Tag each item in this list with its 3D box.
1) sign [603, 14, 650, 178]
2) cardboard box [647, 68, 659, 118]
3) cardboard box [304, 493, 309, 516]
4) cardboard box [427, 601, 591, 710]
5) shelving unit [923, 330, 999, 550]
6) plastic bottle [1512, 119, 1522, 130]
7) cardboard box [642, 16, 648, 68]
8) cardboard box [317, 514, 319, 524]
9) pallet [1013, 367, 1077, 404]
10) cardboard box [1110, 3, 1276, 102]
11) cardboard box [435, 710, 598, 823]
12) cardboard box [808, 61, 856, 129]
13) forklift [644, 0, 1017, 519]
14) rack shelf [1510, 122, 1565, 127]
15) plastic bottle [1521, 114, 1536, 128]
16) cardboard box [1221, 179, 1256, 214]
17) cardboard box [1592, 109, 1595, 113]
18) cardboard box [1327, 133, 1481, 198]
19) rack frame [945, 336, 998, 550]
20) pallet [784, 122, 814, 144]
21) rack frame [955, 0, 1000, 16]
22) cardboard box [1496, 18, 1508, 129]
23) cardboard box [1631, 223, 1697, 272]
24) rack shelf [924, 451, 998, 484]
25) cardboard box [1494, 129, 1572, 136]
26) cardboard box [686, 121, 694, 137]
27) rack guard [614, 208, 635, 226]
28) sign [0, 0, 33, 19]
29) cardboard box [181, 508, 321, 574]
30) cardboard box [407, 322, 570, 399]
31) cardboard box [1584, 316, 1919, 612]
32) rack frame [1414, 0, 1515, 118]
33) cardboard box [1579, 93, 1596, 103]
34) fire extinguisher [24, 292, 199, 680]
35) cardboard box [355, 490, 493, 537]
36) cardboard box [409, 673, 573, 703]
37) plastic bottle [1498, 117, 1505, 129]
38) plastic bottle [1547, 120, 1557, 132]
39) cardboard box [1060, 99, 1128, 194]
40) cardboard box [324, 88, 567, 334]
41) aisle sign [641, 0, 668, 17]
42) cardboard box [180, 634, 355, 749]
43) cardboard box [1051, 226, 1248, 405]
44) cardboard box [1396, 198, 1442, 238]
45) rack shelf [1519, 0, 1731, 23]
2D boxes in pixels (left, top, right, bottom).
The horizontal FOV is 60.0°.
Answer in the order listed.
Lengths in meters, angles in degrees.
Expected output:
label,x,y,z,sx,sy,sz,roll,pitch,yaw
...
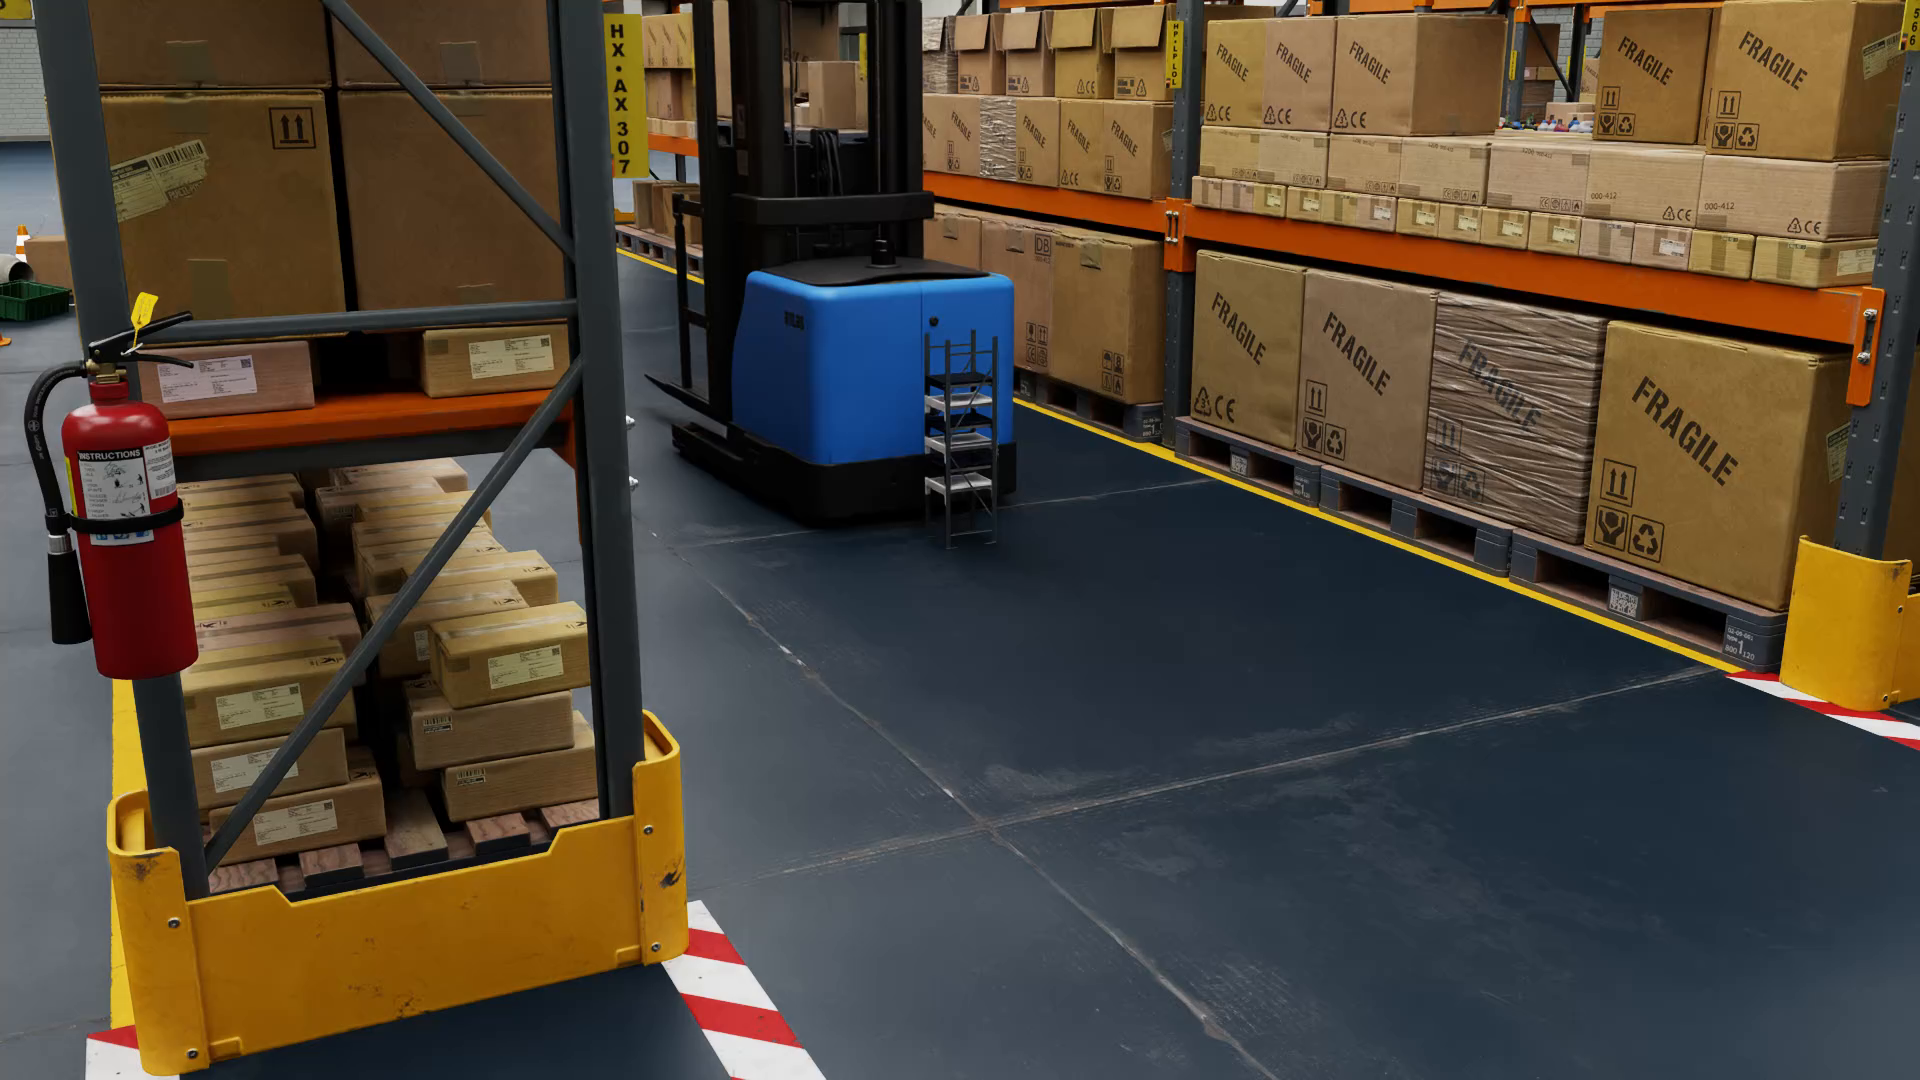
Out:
label,x,y,z,sx,sy,sz,roll,pitch,yaw
sign,-0.695,-0.910,3.416,0.100,0.325,0.005,-8,18,-25
cardboard box,-2.758,-4.658,17.323,0.875,0.500,0.500,-8,18,-25
cardboard box,-2.419,-0.121,6.643,0.380,0.149,0.250,-7,17,-23
cardboard box,-1.107,0.283,4.156,0.380,0.149,0.250,-9,18,-27
shelving unit,0.004,-0.431,7.120,0.258,0.900,0.210,-8,18,-25
plastic bottle,4.450,-3.238,13.328,0.097,0.271,0.097,0,16,0
cardboard box,-3.036,-5.101,17.054,0.500,0.500,0.500,-8,18,-25
cardboard box,-1.999,-0.022,5.756,0.380,0.149,0.250,-9,18,-28
pallet,0.623,-1.140,10.839,1.003,0.211,1.213,-8,18,-25
cardboard box,1.280,-2.682,9.160,0.797,0.503,0.637,-8,18,-26
cardboard box,-1.125,0.571,4.229,0.380,0.149,0.250,-7,18,-24
cardboard box,-0.792,-3.492,13.039,0.700,0.500,0.500,-5,17,-17
forklift,-0.872,-1.863,8.428,1.130,2.935,3.031,-8,18,-27
rack shelf,7.846,-4.333,18.216,1.077,0.370,4.000,-8,18,-25
plastic bottle,4.828,-3.480,14.152,0.061,0.283,0.133,-8,18,-25
cardboard box,1.513,-1.695,8.176,0.380,0.149,0.250,-8,18,-27
cardboard box,7.520,-4.914,19.181,0.396,0.266,0.258,-8,18,-26
cardboard box,1.983,-1.666,7.351,0.500,0.250,0.500,-7,18,-24
rack frame,0.048,-0.405,7.032,0.240,0.900,0.006,-8,18,-25
pallet,-1.089,-3.380,13.940,1.003,0.211,1.213,-8,18,-25
rack frame,-0.185,-2.987,12.220,1.000,3.000,0.127,-8,18,-25
cardboard box,2.225,-2.220,7.921,0.500,0.500,0.500,-7,18,-24
cardboard box,2.643,-1.058,5.954,0.380,0.149,0.250,-8,18,-25
rack shelf,0.004,-0.312,7.154,0.258,0.077,0.200,-8,18,-25
cardboard box,2.449,-1.733,7.586,0.500,0.250,0.500,-7,18,-24
cardboard box,-2.452,-4.008,16.235,0.380,0.149,0.250,-8,18,-25
rack guard,-3.656,-3.750,19.412,1.175,0.500,0.348,-8,18,-25
sign,-1.691,-1.075,2.887,0.100,0.325,0.005,-8,18,-25
cardboard box,-2.169,0.025,5.056,0.380,0.149,0.250,-8,18,-27
cardboard box,-1.030,-0.428,3.759,0.380,0.149,0.250,-8,18,-25
cardboard box,2.968,-0.333,6.062,0.875,0.875,0.875,-8,18,-25
rack frame,4.267,-3.585,14.306,1.000,3.000,0.127,-8,18,-25
cardboard box,9.597,-6.544,24.853,0.500,0.250,0.500,-8,18,-27
fire extinguisher,-1.488,-0.094,2.957,0.296,0.674,0.183,-8,18,-25
cardboard box,-1.702,-0.041,5.285,0.380,0.149,0.250,-7,18,-24
cardboard box,-1.251,0.361,4.422,0.380,0.149,0.250,-8,18,-25
plastic bottle,4.369,-3.265,13.413,0.152,0.276,0.135,-8,18,-25
plastic bottle,4.597,-3.116,12.904,0.097,0.271,0.097,0,16,0
cardboard box,0.906,-2.249,9.470,0.500,0.500,0.500,-7,17,-23
cardboard box,-1.131,-0.764,3.756,0.500,0.500,0.500,-7,17,-22
aisle sign,-3.447,-6.272,18.954,0.394,0.787,0.004,-8,18,-25
cardboard box,-1.643,0.353,3.911,0.380,0.149,0.250,-7,18,-24
cardboard box,1.269,-1.332,9.544,1.225,0.875,0.875,-8,18,-25
cardboard box,2.082,-1.374,7.057,0.380,0.149,0.250,-8,18,-26
rack shelf,7.846,-5.775,17.802,1.077,0.370,4.000,-8,18,-25
